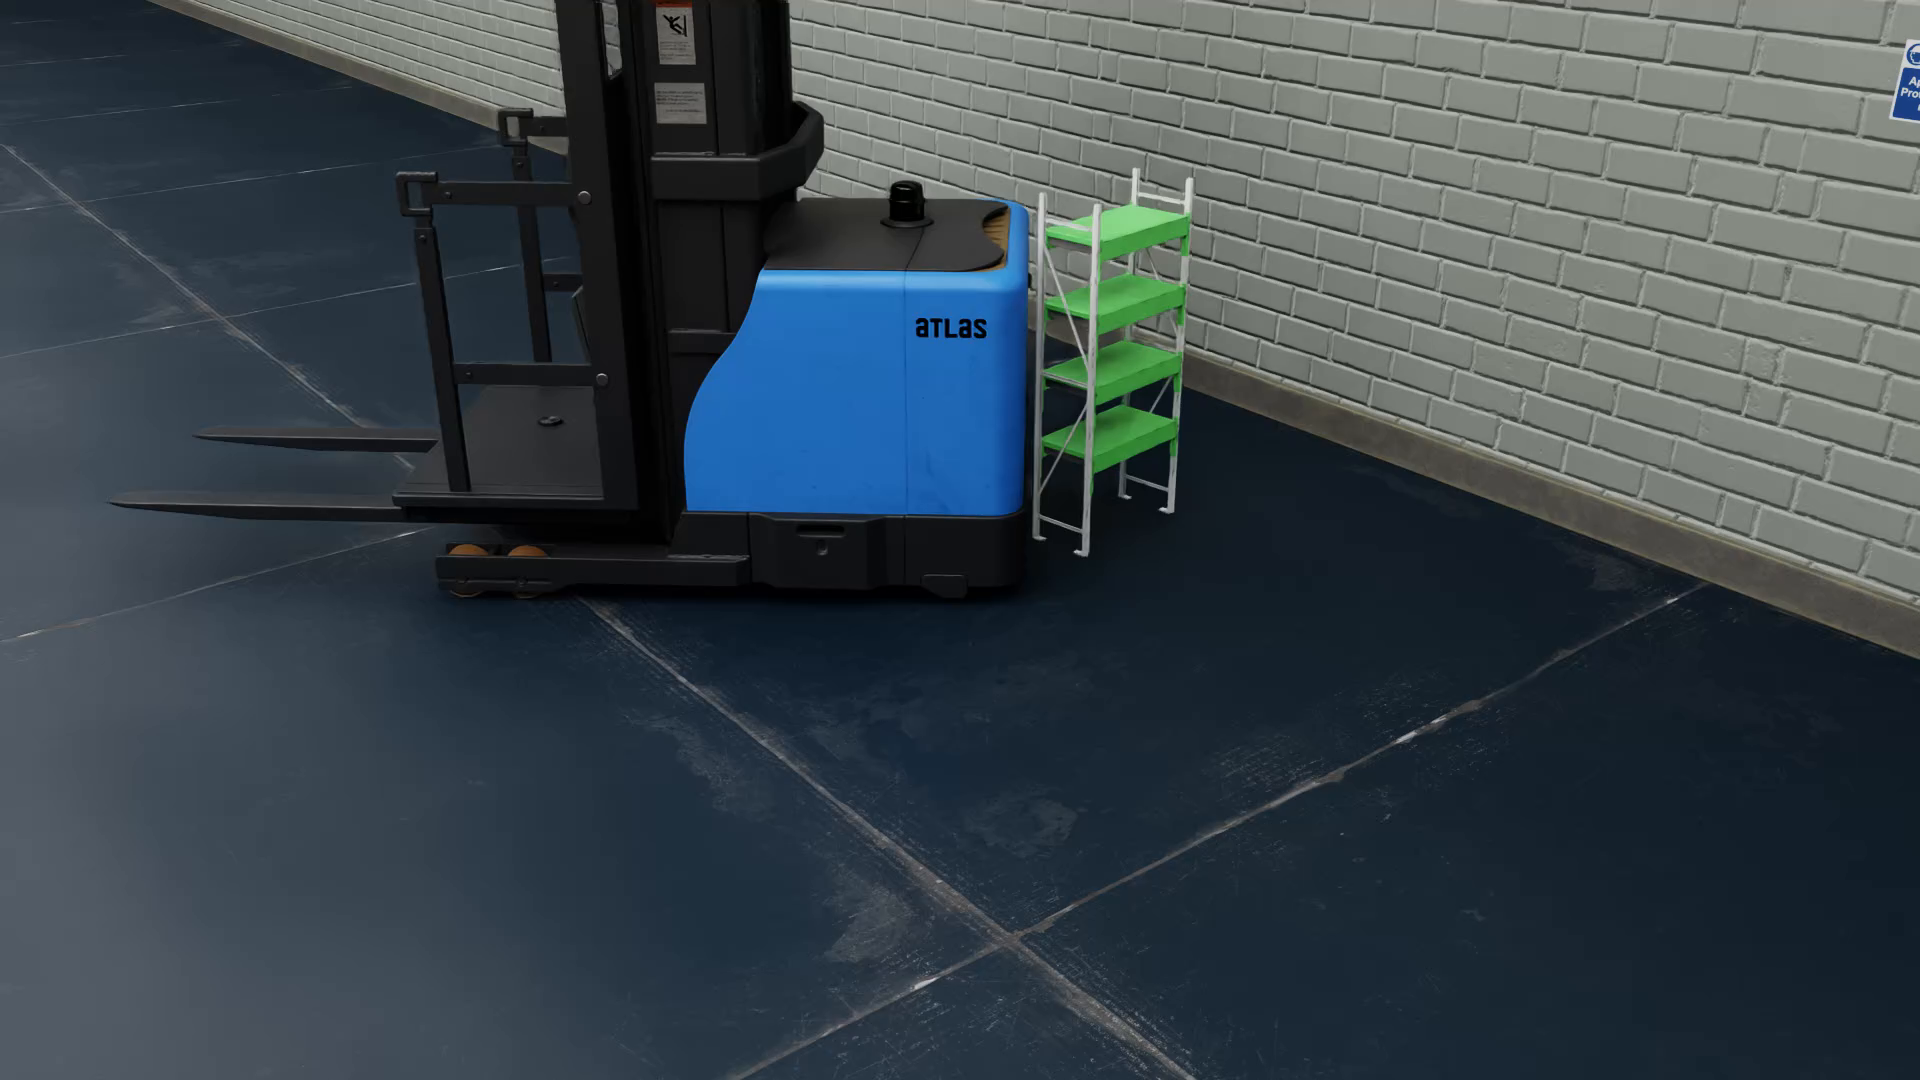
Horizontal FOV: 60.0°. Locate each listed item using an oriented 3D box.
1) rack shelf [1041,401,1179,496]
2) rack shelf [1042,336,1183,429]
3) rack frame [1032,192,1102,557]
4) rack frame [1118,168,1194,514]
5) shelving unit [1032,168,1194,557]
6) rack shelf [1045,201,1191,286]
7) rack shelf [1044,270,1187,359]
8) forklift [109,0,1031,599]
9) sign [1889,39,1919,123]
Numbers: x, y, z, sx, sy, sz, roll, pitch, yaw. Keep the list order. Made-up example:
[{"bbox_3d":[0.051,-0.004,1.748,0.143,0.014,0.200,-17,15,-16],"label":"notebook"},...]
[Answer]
[{"bbox_3d":[0.509,-0.323,5.742,0.258,0.148,0.480,21,32,38],"label":"rack shelf"},{"bbox_3d":[0.509,-0.540,5.640,0.258,0.148,0.480,21,32,38],"label":"rack shelf"},{"bbox_3d":[0.344,-0.523,5.451,0.240,1.200,0.015,21,32,38],"label":"rack frame"},{"bbox_3d":[0.674,-0.674,5.776,0.240,1.200,0.015,21,32,38],"label":"rack frame"},{"bbox_3d":[0.509,-0.598,5.614,0.258,1.200,0.503,21,32,38],"label":"shelving unit"},{"bbox_3d":[0.509,-0.976,5.438,0.258,0.148,0.480,21,32,38],"label":"rack shelf"},{"bbox_3d":[0.509,-0.758,5.539,0.258,0.148,0.480,21,32,38],"label":"rack shelf"},{"bbox_3d":[-1.284,-1.362,5.203,3.031,2.935,1.130,1,25,2],"label":"forklift"},{"bbox_3d":[2.712,-1.228,4.513,0.001,0.218,0.327,-18,31,-34],"label":"sign"}]
